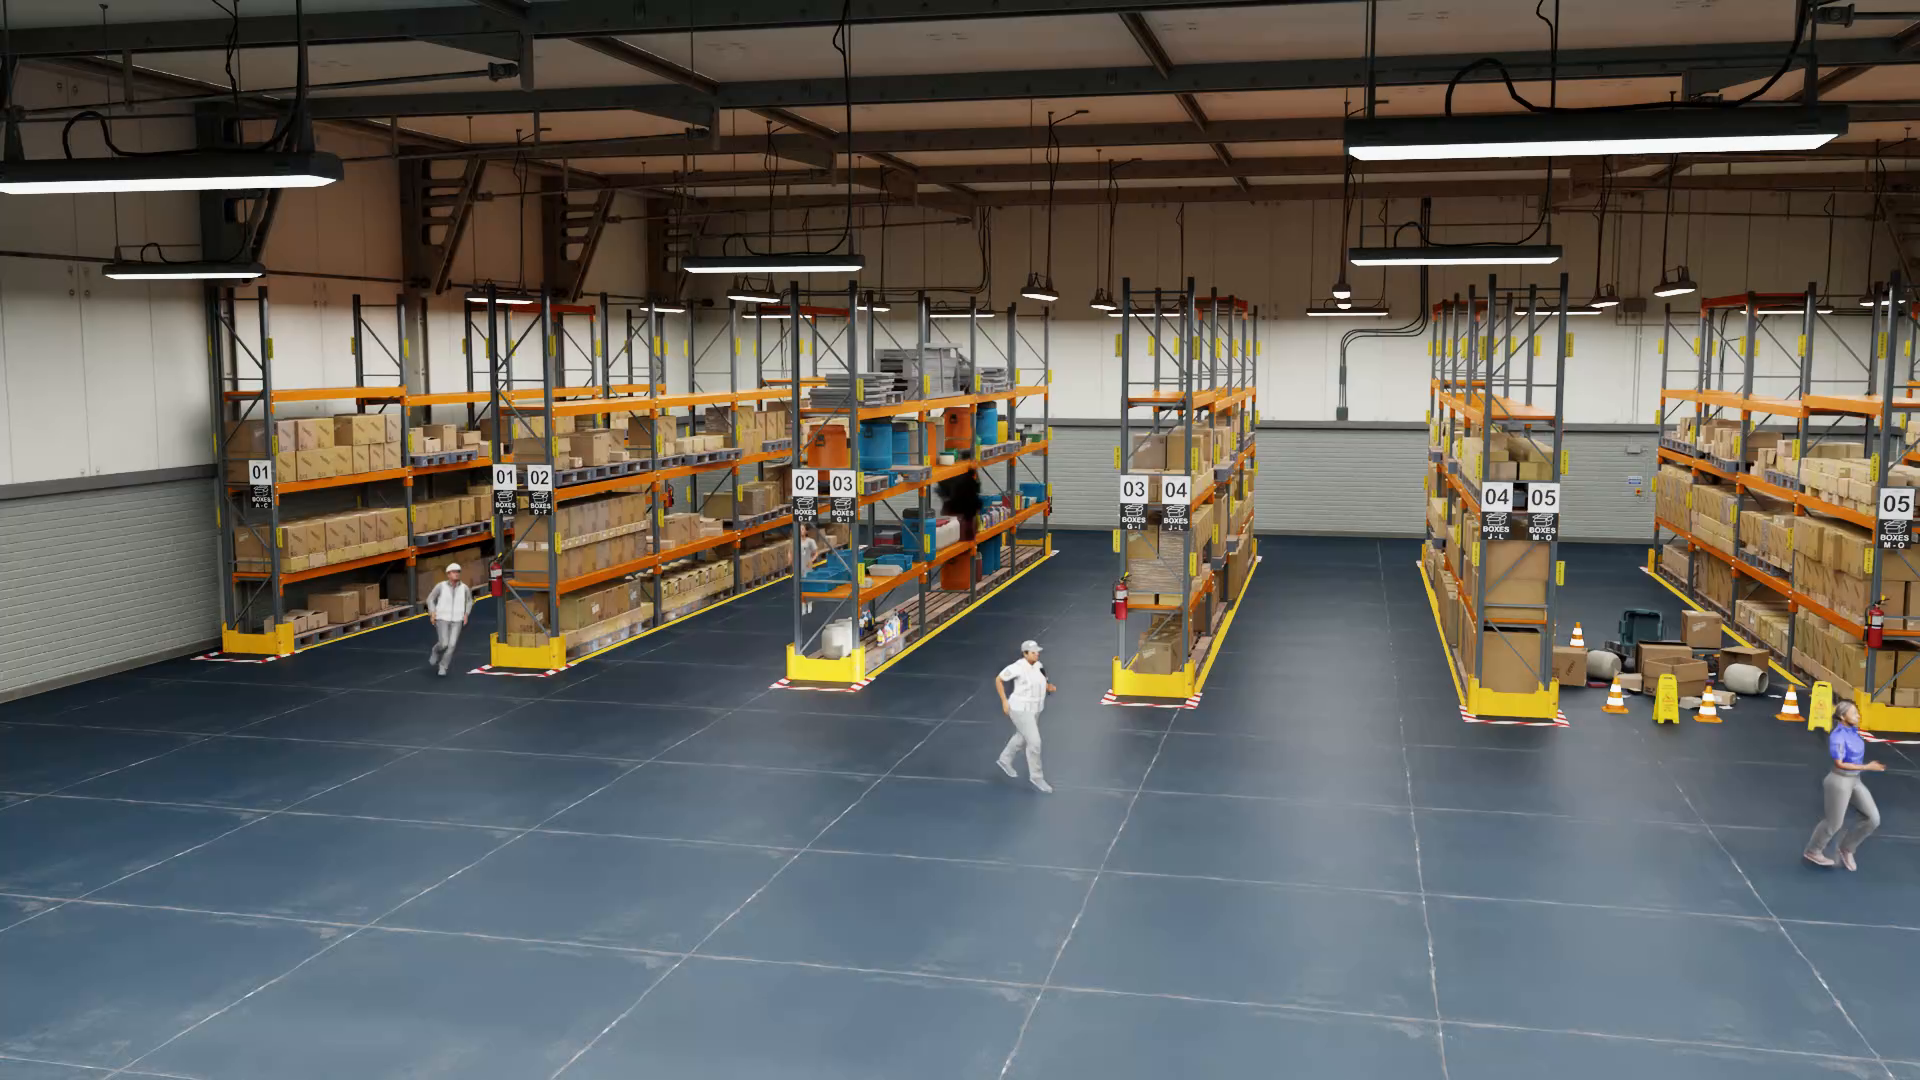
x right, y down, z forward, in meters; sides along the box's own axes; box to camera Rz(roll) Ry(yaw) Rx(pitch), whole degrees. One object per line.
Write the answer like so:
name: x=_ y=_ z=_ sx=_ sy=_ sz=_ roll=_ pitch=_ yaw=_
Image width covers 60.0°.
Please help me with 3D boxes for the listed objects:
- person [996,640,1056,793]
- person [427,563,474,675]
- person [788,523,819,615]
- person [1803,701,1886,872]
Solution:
person: x=0.739 y=1.984 z=19.072 sx=0.855 sy=1.711 sz=0.580 roll=5 pitch=8 yaw=37
person: x=-7.857 y=1.211 z=25.715 sx=0.690 sy=1.700 sz=0.555 roll=-4 pitch=7 yaw=-29
person: x=-2.799 y=0.525 z=29.491 sx=0.561 sy=1.612 sz=0.541 roll=1 pitch=7 yaw=11
person: x=8.492 y=2.365 z=15.918 sx=0.544 sy=1.664 sz=0.688 roll=-5 pitch=8 yaw=-36
